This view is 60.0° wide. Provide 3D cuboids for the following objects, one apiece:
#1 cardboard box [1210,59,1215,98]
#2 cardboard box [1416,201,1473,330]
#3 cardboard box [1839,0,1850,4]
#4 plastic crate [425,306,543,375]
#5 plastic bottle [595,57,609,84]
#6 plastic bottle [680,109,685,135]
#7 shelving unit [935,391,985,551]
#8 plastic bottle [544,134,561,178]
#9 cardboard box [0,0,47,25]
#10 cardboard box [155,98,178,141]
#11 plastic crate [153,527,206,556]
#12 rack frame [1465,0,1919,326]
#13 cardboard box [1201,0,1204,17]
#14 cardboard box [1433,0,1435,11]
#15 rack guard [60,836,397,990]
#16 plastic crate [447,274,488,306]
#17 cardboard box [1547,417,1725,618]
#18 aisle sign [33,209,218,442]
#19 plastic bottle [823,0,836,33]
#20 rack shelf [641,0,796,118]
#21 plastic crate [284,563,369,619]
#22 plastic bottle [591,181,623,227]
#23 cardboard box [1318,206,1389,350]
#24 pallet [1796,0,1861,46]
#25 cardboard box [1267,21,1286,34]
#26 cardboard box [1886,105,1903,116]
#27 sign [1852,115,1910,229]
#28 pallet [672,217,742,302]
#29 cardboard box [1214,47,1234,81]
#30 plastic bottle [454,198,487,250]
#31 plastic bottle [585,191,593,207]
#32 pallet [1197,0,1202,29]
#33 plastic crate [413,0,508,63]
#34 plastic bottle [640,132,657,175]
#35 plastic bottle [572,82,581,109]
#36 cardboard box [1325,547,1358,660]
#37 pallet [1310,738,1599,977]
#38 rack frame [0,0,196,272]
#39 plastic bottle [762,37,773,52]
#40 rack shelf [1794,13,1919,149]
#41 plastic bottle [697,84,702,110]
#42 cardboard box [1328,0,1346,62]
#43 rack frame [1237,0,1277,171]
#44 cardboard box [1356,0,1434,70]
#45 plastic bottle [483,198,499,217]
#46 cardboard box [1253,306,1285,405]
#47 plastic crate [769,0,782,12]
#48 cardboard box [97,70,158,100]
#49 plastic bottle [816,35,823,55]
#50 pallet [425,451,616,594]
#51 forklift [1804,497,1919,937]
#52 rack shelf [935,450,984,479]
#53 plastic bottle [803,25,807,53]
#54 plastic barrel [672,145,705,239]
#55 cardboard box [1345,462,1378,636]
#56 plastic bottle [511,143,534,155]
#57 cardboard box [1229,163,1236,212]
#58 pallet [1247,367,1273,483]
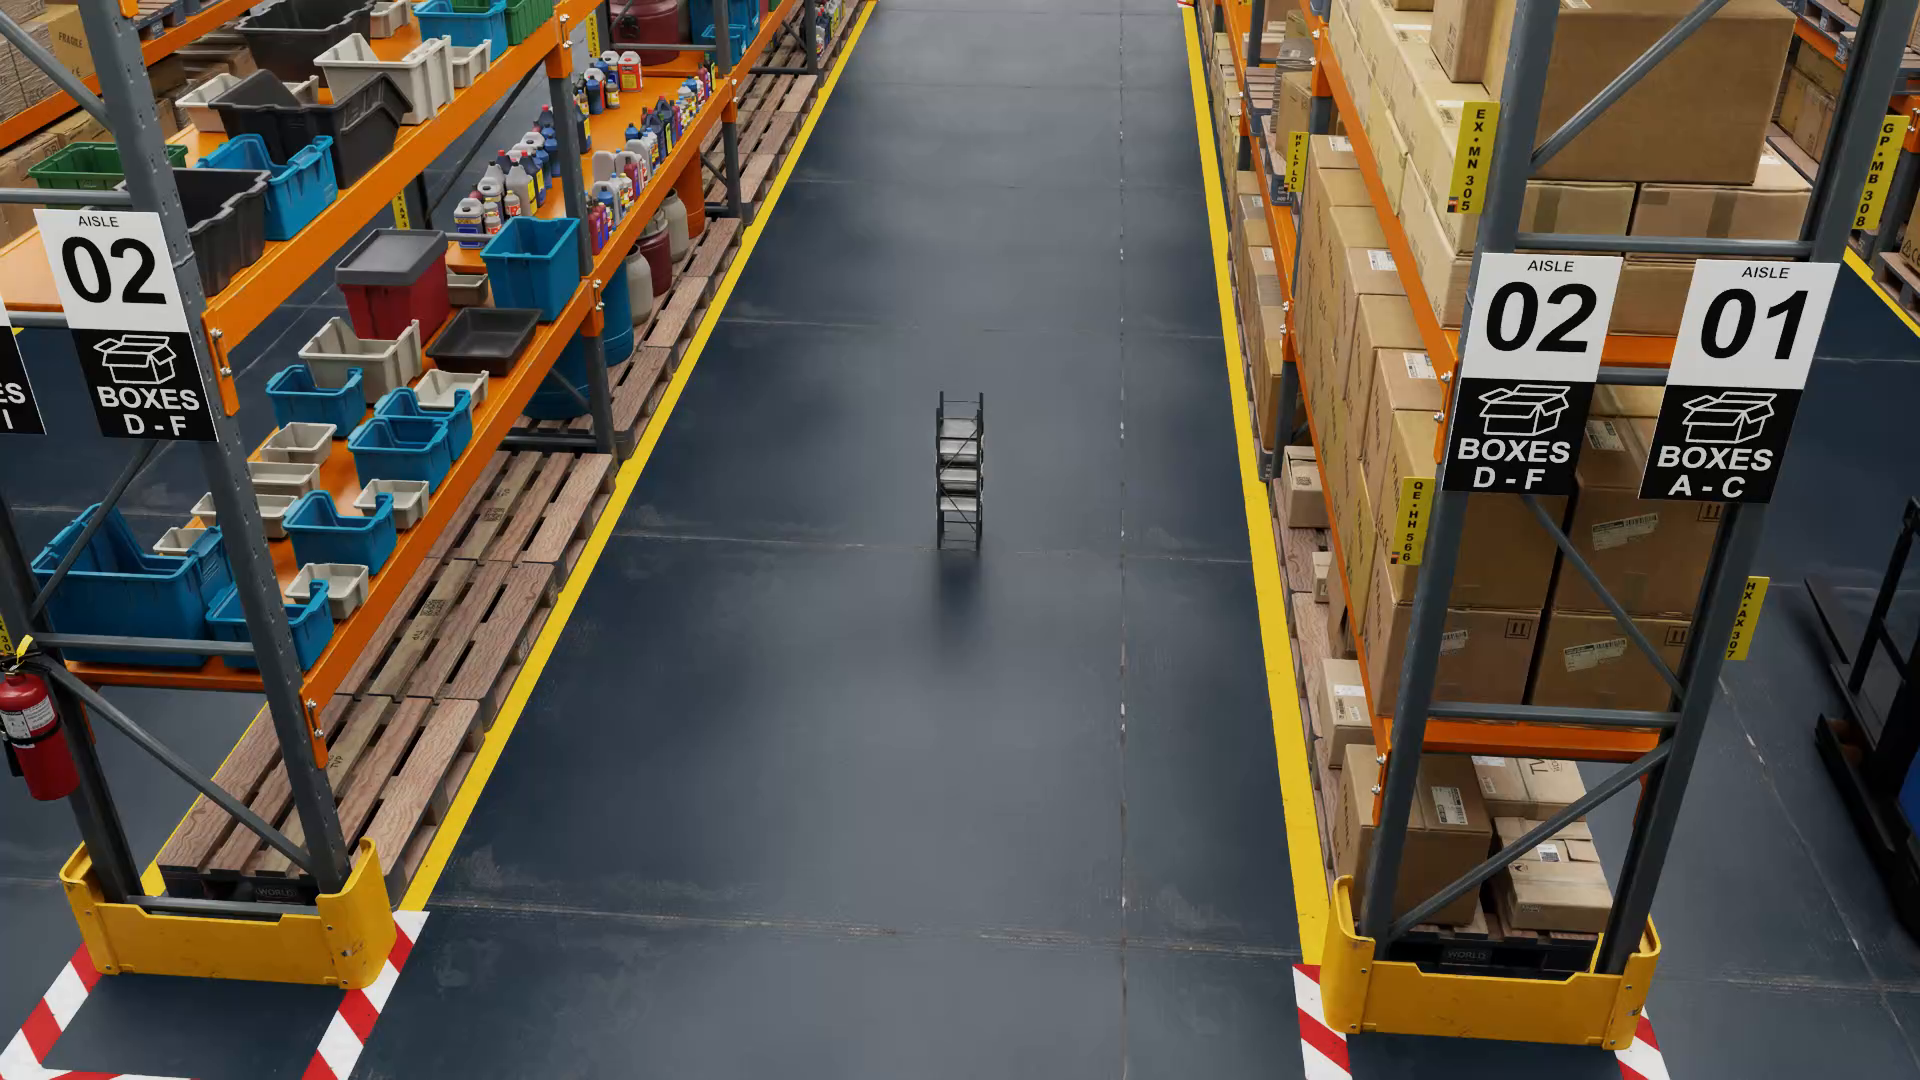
[{"bbox_3d":[2.708,-4.480,16.161,0.500,0.250,0.500,2,32,3],"label":"cardboard box"},{"bbox_3d":[1.789,-0.890,5.399,0.500,0.250,0.500,2,32,4],"label":"cardboard box"},{"bbox_3d":[7.774,-4.790,13.929,0.700,0.500,0.500,7,32,11],"label":"cardboard box"},{"bbox_3d":[-2.424,-1.014,8.521,0.437,0.125,0.590,2,32,4],"label":"plastic crate"},{"bbox_3d":[-2.669,-3.467,12.420,0.097,0.271,0.097,0,32,0],"label":"plastic bottle"},{"bbox_3d":[-1.984,-2.943,11.636,0.097,0.201,0.097,0,32,0],"label":"plastic bottle"},{"bbox_3d":[-0.001,-0.379,9.287,0.258,0.900,0.210,2,32,4],"label":"shelving unit"},{"bbox_3d":[-2.664,-2.518,10.880,0.097,0.271,0.097,0,32,0],"label":"plastic bottle"},{"bbox_3d":[-7.287,-4.093,12.262,0.797,0.503,0.637,3,32,6],"label":"cardboard box"},{"bbox_3d":[-7.177,-3.480,14.281,0.700,0.500,0.500,1,32,1],"label":"cardboard box"},{"bbox_3d":[-3.040,0.042,6.797,0.396,0.136,0.243,2,32,4],"label":"plastic crate"},{"bbox_3d":[2.010,-1.951,4.119,1.000,3.000,0.127,2,32,4],"label":"rack frame"},{"bbox_3d":[2.969,-5.978,18.592,0.500,0.250,0.500,2,32,4],"label":"cardboard box"},{"bbox_3d":[2.229,-2.193,6.322,0.700,0.500,0.500,2,32,4],"label":"cardboard box"},{"bbox_3d":[-2.915,1.467,6.674,1.175,0.500,0.348,2,32,4],"label":"rack guard"},{"bbox_3d":[-2.781,-1.378,9.102,0.396,0.136,0.243,2,32,4],"label":"plastic crate"},{"bbox_3d":[2.309,-0.086,5.763,0.500,0.500,0.500,3,32,5],"label":"cardboard box"},{"bbox_3d":[-2.636,-0.667,5.276,0.394,0.787,0.004,2,32,4],"label":"aisle sign"},{"bbox_3d":[-1.420,-5.670,17.978,0.144,0.351,0.185,2,32,4],"label":"plastic bottle"},{"bbox_3d":[-2.112,-4.533,14.713,1.077,0.370,4.000,2,32,4],"label":"rack shelf"},{"bbox_3d":[-2.469,0.197,6.546,0.250,0.136,0.298,2,32,4],"label":"plastic crate"},{"bbox_3d":[-2.153,-2.066,10.143,0.152,0.276,0.135,2,32,4],"label":"plastic bottle"},{"bbox_3d":[1.933,-1.184,7.544,0.500,0.500,0.500,2,32,3],"label":"cardboard box"},{"bbox_3d":[7.720,-4.326,13.873,1.003,0.211,1.213,2,32,4],"label":"pallet"},{"bbox_3d":[2.709,-4.143,13.633,0.380,0.149,0.250,5,32,8],"label":"cardboard box"},{"bbox_3d":[7.715,-3.487,13.578,0.500,0.250,0.500,3,32,5],"label":"cardboard box"},{"bbox_3d":[2.551,-1.023,4.639,0.100,0.325,0.005,2,32,4],"label":"sign"},{"bbox_3d":[-2.298,-2.193,12.887,1.003,0.211,1.213,2,32,4],"label":"pallet"},{"bbox_3d":[2.659,-4.452,15.581,0.500,0.311,0.500,2,32,3],"label":"cardboard box"},{"bbox_3d":[-2.891,-1.869,9.823,0.152,0.276,0.135,2,32,4],"label":"plastic bottle"},{"bbox_3d":[-2.279,-2.030,10.155,0.097,0.201,0.097,0,32,0],"label":"plastic bottle"},{"bbox_3d":[3.293,-6.175,19.349,1.003,0.211,1.213,2,32,4],"label":"pallet"},{"bbox_3d":[-2.357,-2.418,7.896,0.416,0.233,0.300,2,32,4],"label":"plastic crate"},{"bbox_3d":[-2.052,-2.538,10.912,0.097,0.271,0.097,0,32,0],"label":"plastic bottle"},{"bbox_3d":[-2.745,-3.101,11.814,0.061,0.283,0.133,2,32,4],"label":"plastic bottle"},{"bbox_3d":[2.188,0.369,8.032,0.797,0.503,0.637,2,32,4],"label":"cardboard box"},{"bbox_3d":[2.081,1.334,7.166,1.003,0.211,1.213,2,32,4],"label":"pallet"},{"bbox_3d":[-2.926,-2.165,4.465,1.000,3.000,0.127,2,32,4],"label":"rack frame"},{"bbox_3d":[-2.040,-5.288,17.357,0.144,0.351,0.185,2,32,4],"label":"plastic bottle"},{"bbox_3d":[7.762,-4.110,14.026,1.077,0.370,4.000,2,32,4],"label":"rack shelf"},{"bbox_3d":[-1.937,-3.248,12.132,0.097,0.201,0.097,0,32,0],"label":"plastic bottle"},{"bbox_3d":[2.050,-2.458,7.944,0.500,0.250,0.500,2,32,4],"label":"cardboard box"},{"bbox_3d":[2.662,-3.580,12.481,1.000,3.000,0.127,2,32,4],"label":"rack frame"},{"bbox_3d":[1.958,-2.149,6.965,0.500,0.250,0.500,2,32,4],"label":"cardboard box"},{"bbox_3d":[-2.837,-1.967,10.052,0.097,0.201,0.097,0,32,0],"label":"plastic bottle"},{"bbox_3d":[2.139,-1.140,10.485,0.500,0.500,0.500,3,32,4],"label":"cardboard box"},{"bbox_3d":[-1.810,-4.873,14.780,0.450,0.188,0.662,2,32,4],"label":"plastic crate"},{"bbox_3d":[-7.187,-3.799,14.085,0.500,0.250,0.500,4,32,6],"label":"cardboard box"},{"bbox_3d":[-1.470,-5.136,17.253,0.097,0.201,0.097,0,32,0],"label":"plastic bottle"},{"bbox_3d":[-2.622,-0.129,9.538,1.003,0.211,1.213,2,32,4],"label":"pallet"},{"bbox_3d":[4.596,-0.072,6.853,1.130,2.935,3.031,4,32,7],"label":"forklift"},{"bbox_3d":[-0.001,-0.427,9.258,0.258,0.077,0.200,2,32,4],"label":"rack shelf"},{"bbox_3d":[-1.594,-5.239,17.342,0.061,0.283,0.133,2,32,4],"label":"plastic bottle"},{"bbox_3d":[-2.298,-2.792,12.870,0.600,0.830,0.708,2,32,4],"label":"plastic barrel"},{"bbox_3d":[1.814,0.043,6.506,0.500,0.500,0.500,3,32,4],"label":"cardboard box"},{"bbox_3d":[-2.809,-2.394,10.675,0.152,0.276,0.135,2,32,4],"label":"plastic bottle"},{"bbox_3d":[2.461,-2.874,13.555,0.500,0.250,0.500,3,32,5],"label":"cardboard box"},{"bbox_3d":[2.365,-0.728,10.511,1.003,0.211,1.213,2,32,4],"label":"pallet"}]
